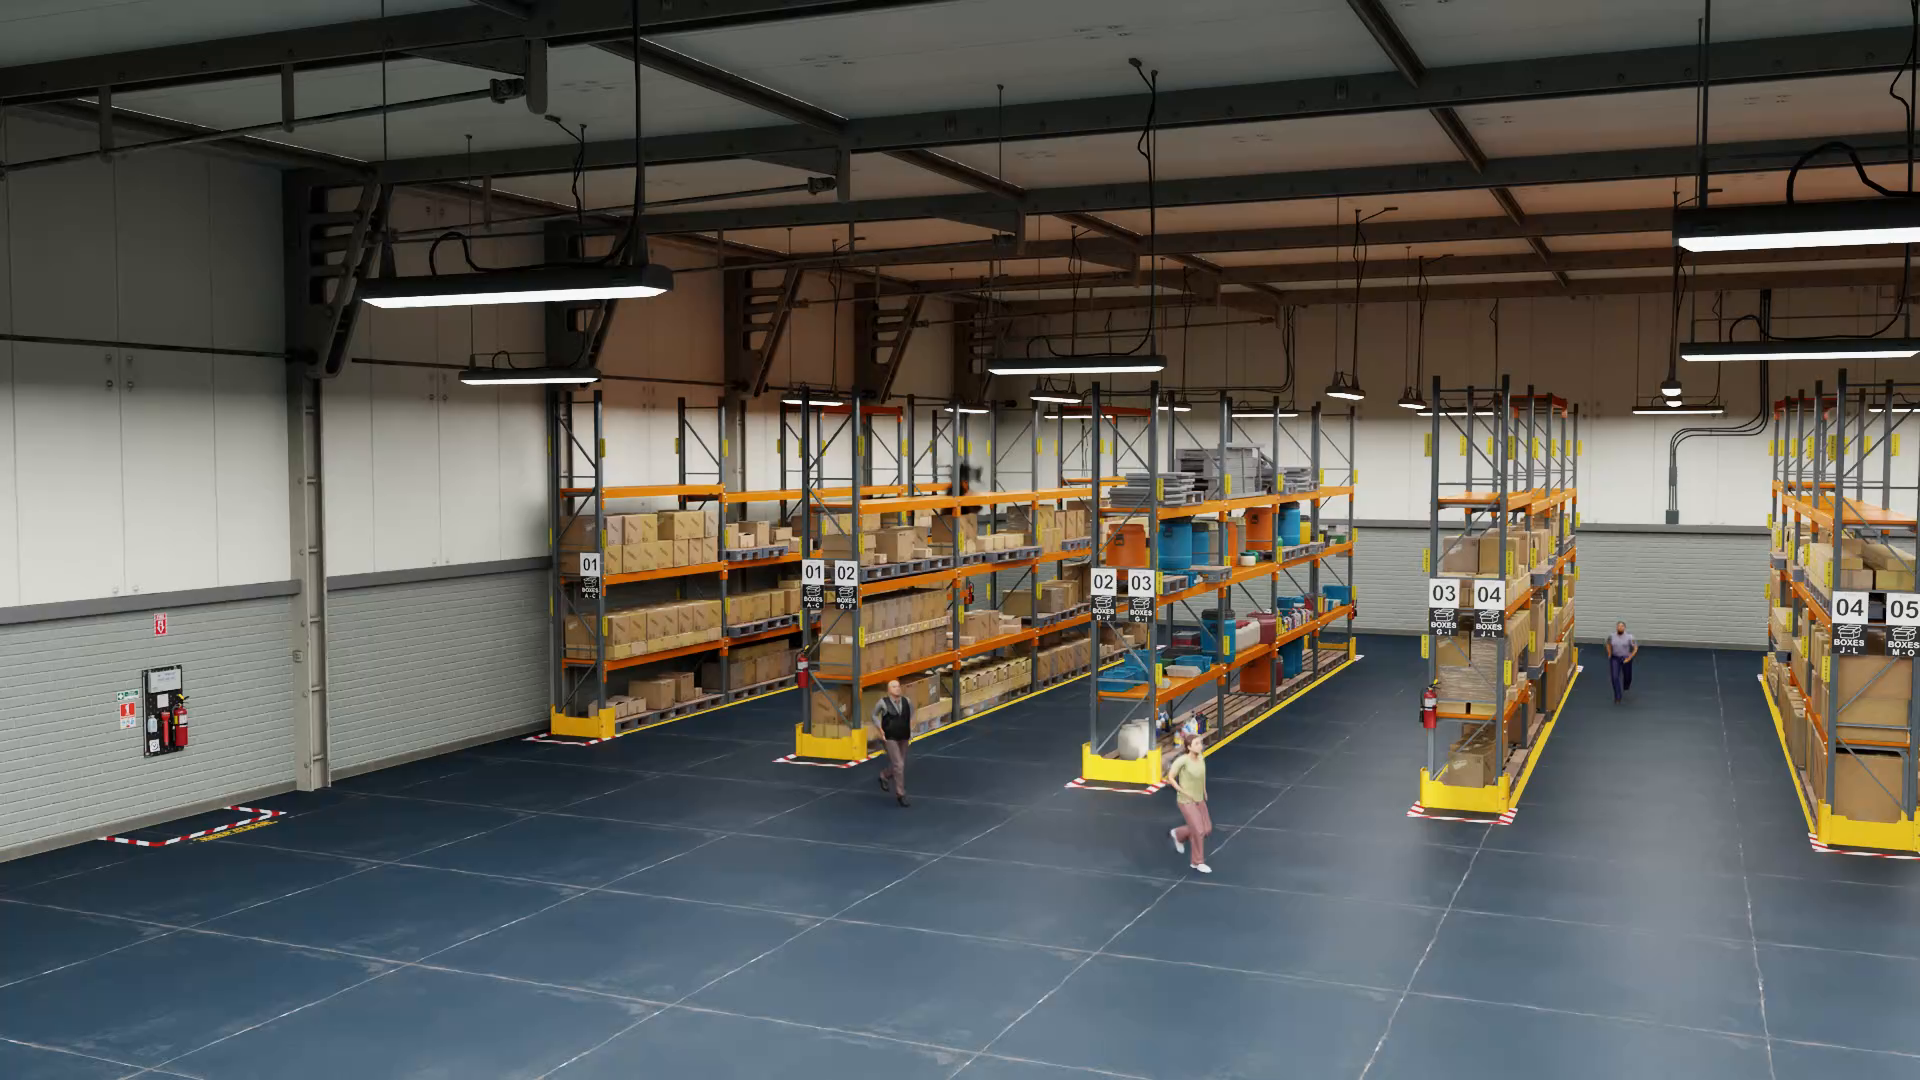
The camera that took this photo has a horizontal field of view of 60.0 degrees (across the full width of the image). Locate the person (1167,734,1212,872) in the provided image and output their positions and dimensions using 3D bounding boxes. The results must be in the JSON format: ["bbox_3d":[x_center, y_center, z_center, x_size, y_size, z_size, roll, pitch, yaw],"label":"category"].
[{"bbox_3d":[2.771,3.108,19.699,0.599,1.631,0.393,-2,4,-36],"label":"person"}]

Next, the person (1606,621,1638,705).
[{"bbox_3d":[13.027,2.423,32.768,0.591,1.629,0.923,1,3,23],"label":"person"}]

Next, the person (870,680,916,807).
[{"bbox_3d":[-0.912,2.842,23.568,0.649,1.735,0.888,-2,4,-32],"label":"person"}]
